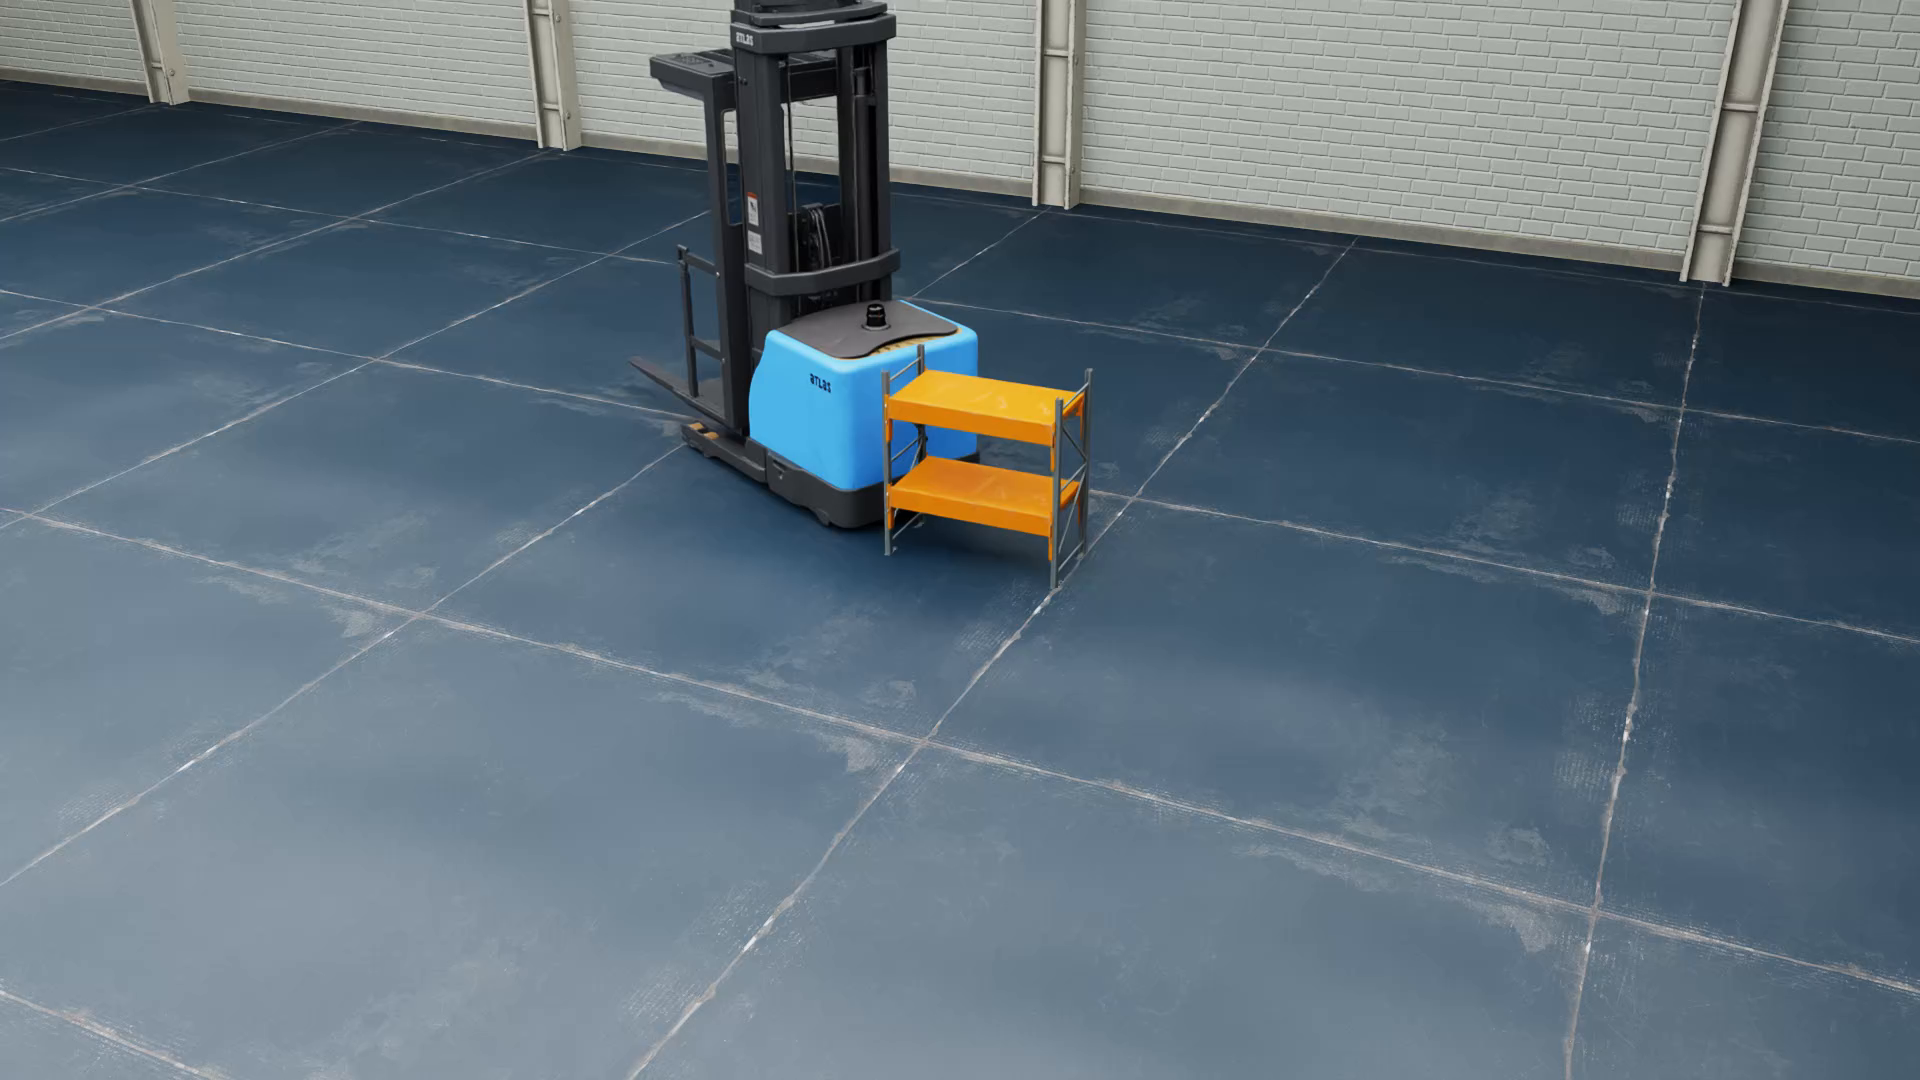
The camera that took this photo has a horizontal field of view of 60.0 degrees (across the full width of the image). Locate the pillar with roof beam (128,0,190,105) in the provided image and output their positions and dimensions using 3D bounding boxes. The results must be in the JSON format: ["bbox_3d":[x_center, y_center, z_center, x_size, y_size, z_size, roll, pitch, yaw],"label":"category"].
[{"bbox_3d":[-11.749,-7.848,15.503,0.400,9.000,9.100,11,28,22],"label":"pillar with roof beam"}]

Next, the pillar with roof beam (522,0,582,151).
[{"bbox_3d":[-6.288,-6.751,13.275,0.400,9.000,9.100,11,28,22],"label":"pillar with roof beam"}]

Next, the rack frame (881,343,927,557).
[{"bbox_3d":[-0.316,-0.513,9.519,0.032,1.125,0.500,11,28,21],"label":"rack frame"}]

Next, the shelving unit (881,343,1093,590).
[{"bbox_3d":[0.149,-0.422,9.334,1.048,1.125,0.538,11,28,21],"label":"shelving unit"}]

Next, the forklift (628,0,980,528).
[{"bbox_3d":[-1.180,-1.971,10.436,1.130,2.935,3.031,-19,32,-33],"label":"forklift"}]

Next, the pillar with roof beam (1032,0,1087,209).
[{"bbox_3d":[-0.826,-5.654,11.047,0.400,9.000,9.100,11,28,22],"label":"pillar with roof beam"}]

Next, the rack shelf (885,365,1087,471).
[{"bbox_3d":[0.149,-0.685,9.205,1.000,0.278,0.538,11,28,21],"label":"rack shelf"}]

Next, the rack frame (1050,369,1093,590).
[{"bbox_3d":[0.614,-0.331,9.149,0.032,1.125,0.500,11,28,21],"label":"rack frame"}]

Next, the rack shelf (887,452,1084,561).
[{"bbox_3d":[0.149,-0.203,9.442,1.000,0.278,0.538,11,28,21],"label":"rack shelf"}]

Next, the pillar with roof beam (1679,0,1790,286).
[{"bbox_3d":[4.636,-4.557,8.818,0.400,9.000,9.100,11,28,22],"label":"pillar with roof beam"}]
